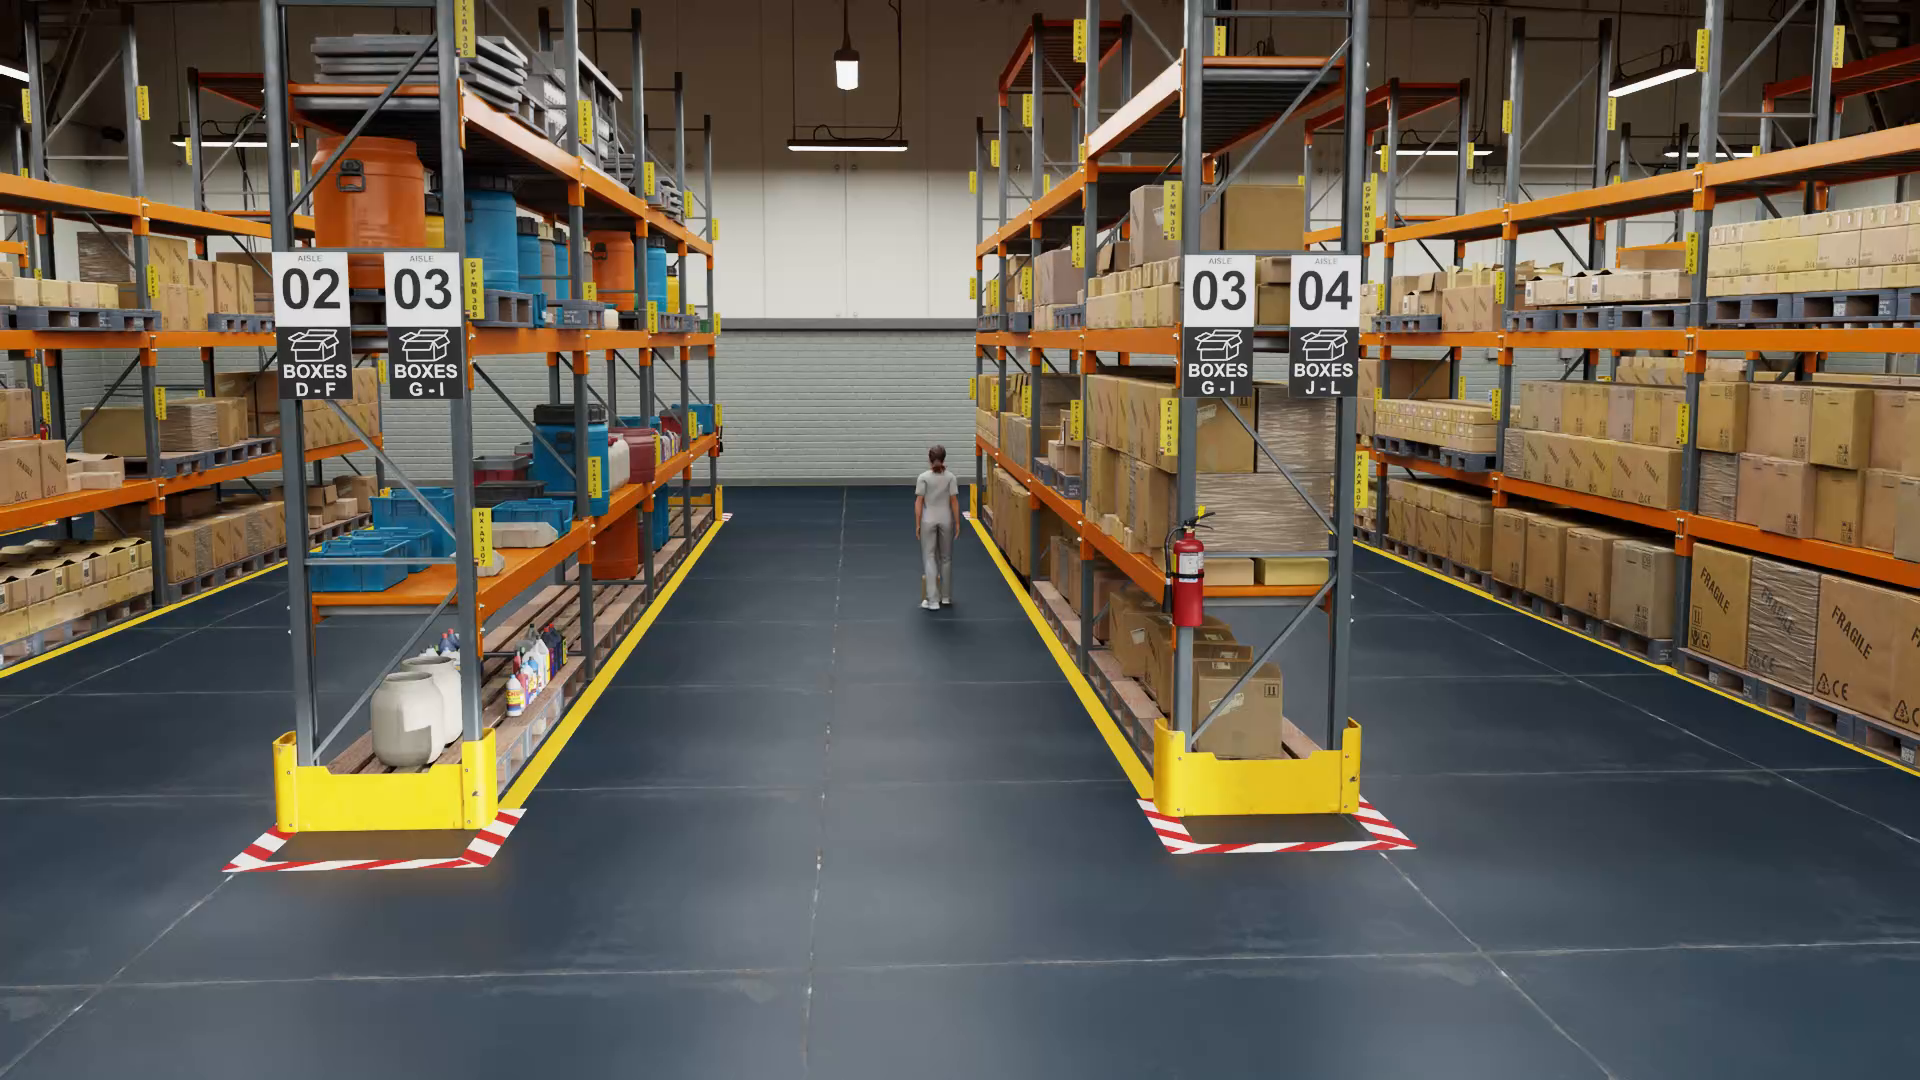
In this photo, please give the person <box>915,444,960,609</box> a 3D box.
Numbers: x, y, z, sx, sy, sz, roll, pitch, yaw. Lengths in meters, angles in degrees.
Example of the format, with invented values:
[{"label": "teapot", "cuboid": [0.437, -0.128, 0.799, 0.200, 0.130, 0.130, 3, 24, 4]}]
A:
[{"label": "person", "cuboid": [-0.246, -0.155, 16.978, 0.462, 1.662, 0.663, -1, 7, -10]}]
